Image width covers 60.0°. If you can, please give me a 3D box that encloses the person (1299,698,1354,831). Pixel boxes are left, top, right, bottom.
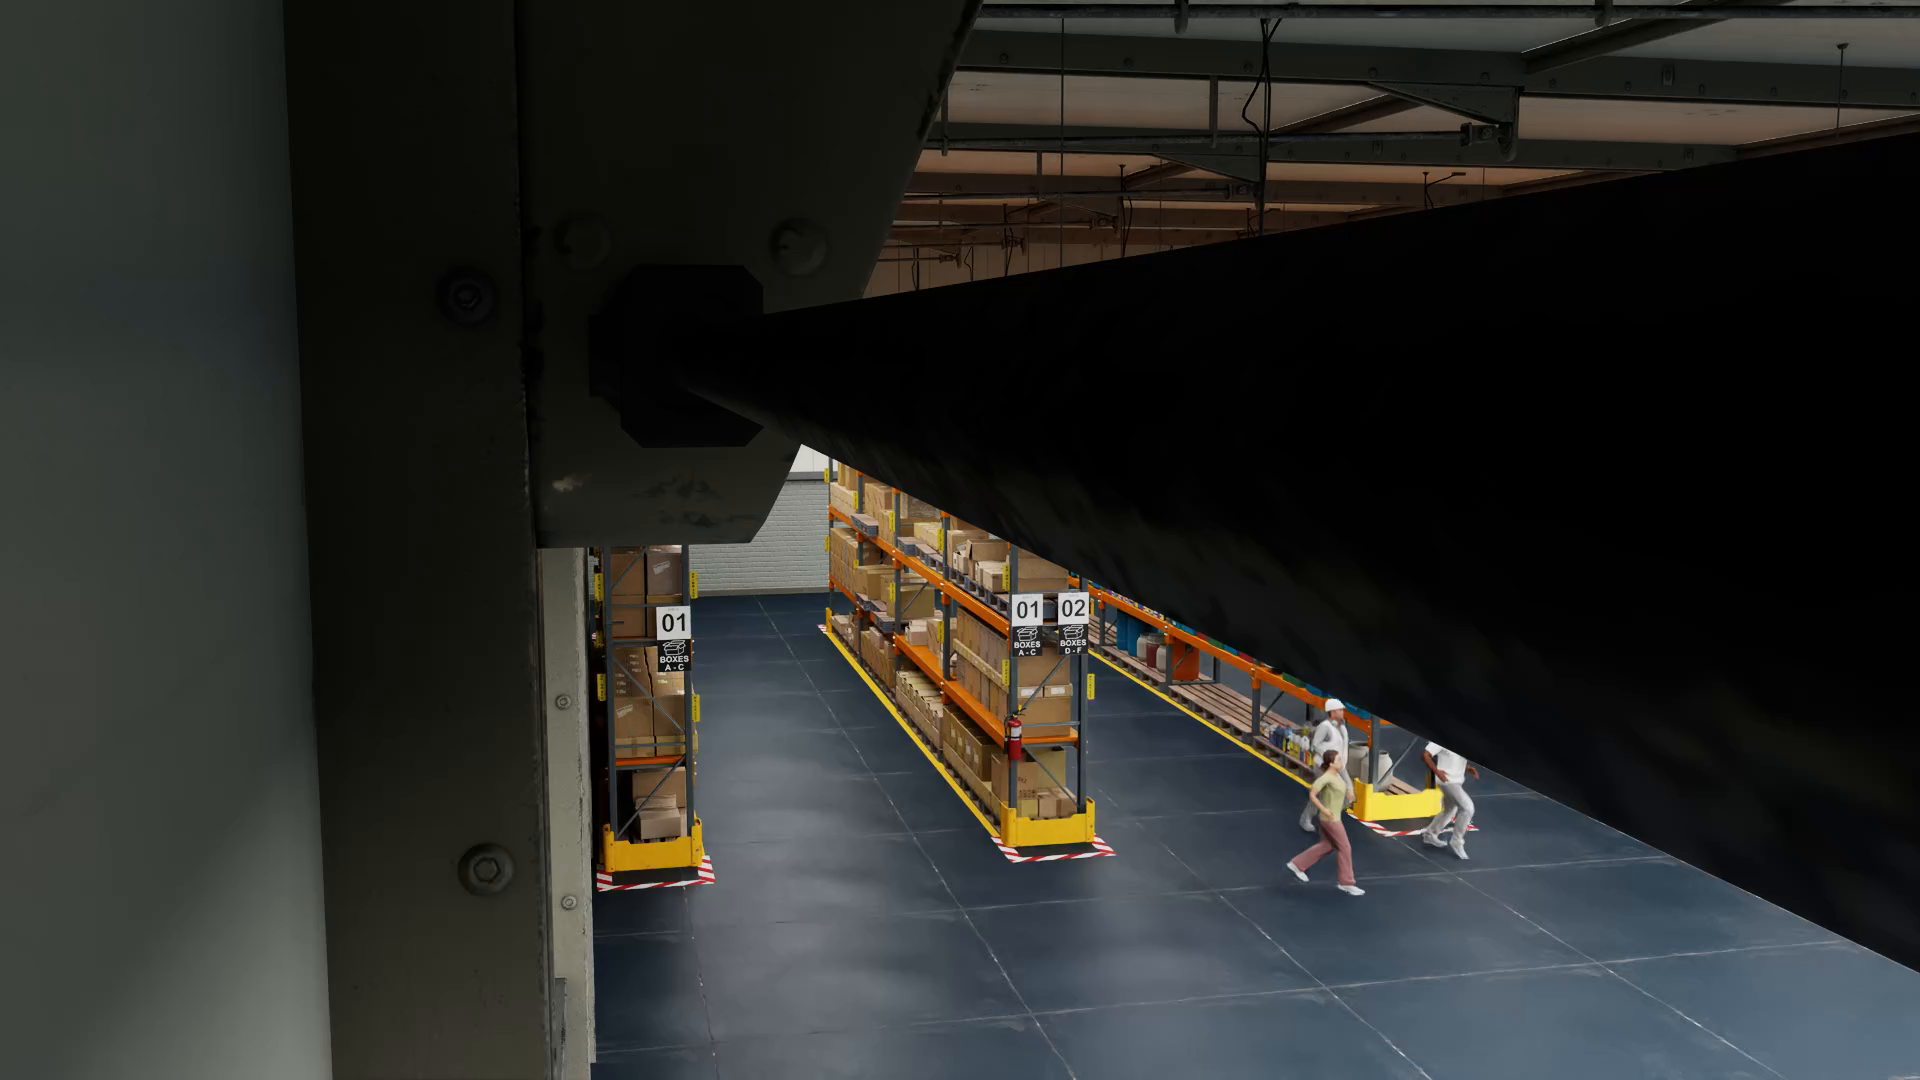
[{"bbox_3d":[4.830,2.927,21.535,0.714,1.755,0.646,-5,9,-38],"label":"person"}]

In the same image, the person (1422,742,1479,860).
[{"bbox_3d":[6.099,3.027,20.643,0.699,1.792,0.710,5,8,37],"label":"person"}]

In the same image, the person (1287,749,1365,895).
[{"bbox_3d":[4.244,3.230,19.205,0.891,1.681,0.564,2,7,17],"label":"person"}]
